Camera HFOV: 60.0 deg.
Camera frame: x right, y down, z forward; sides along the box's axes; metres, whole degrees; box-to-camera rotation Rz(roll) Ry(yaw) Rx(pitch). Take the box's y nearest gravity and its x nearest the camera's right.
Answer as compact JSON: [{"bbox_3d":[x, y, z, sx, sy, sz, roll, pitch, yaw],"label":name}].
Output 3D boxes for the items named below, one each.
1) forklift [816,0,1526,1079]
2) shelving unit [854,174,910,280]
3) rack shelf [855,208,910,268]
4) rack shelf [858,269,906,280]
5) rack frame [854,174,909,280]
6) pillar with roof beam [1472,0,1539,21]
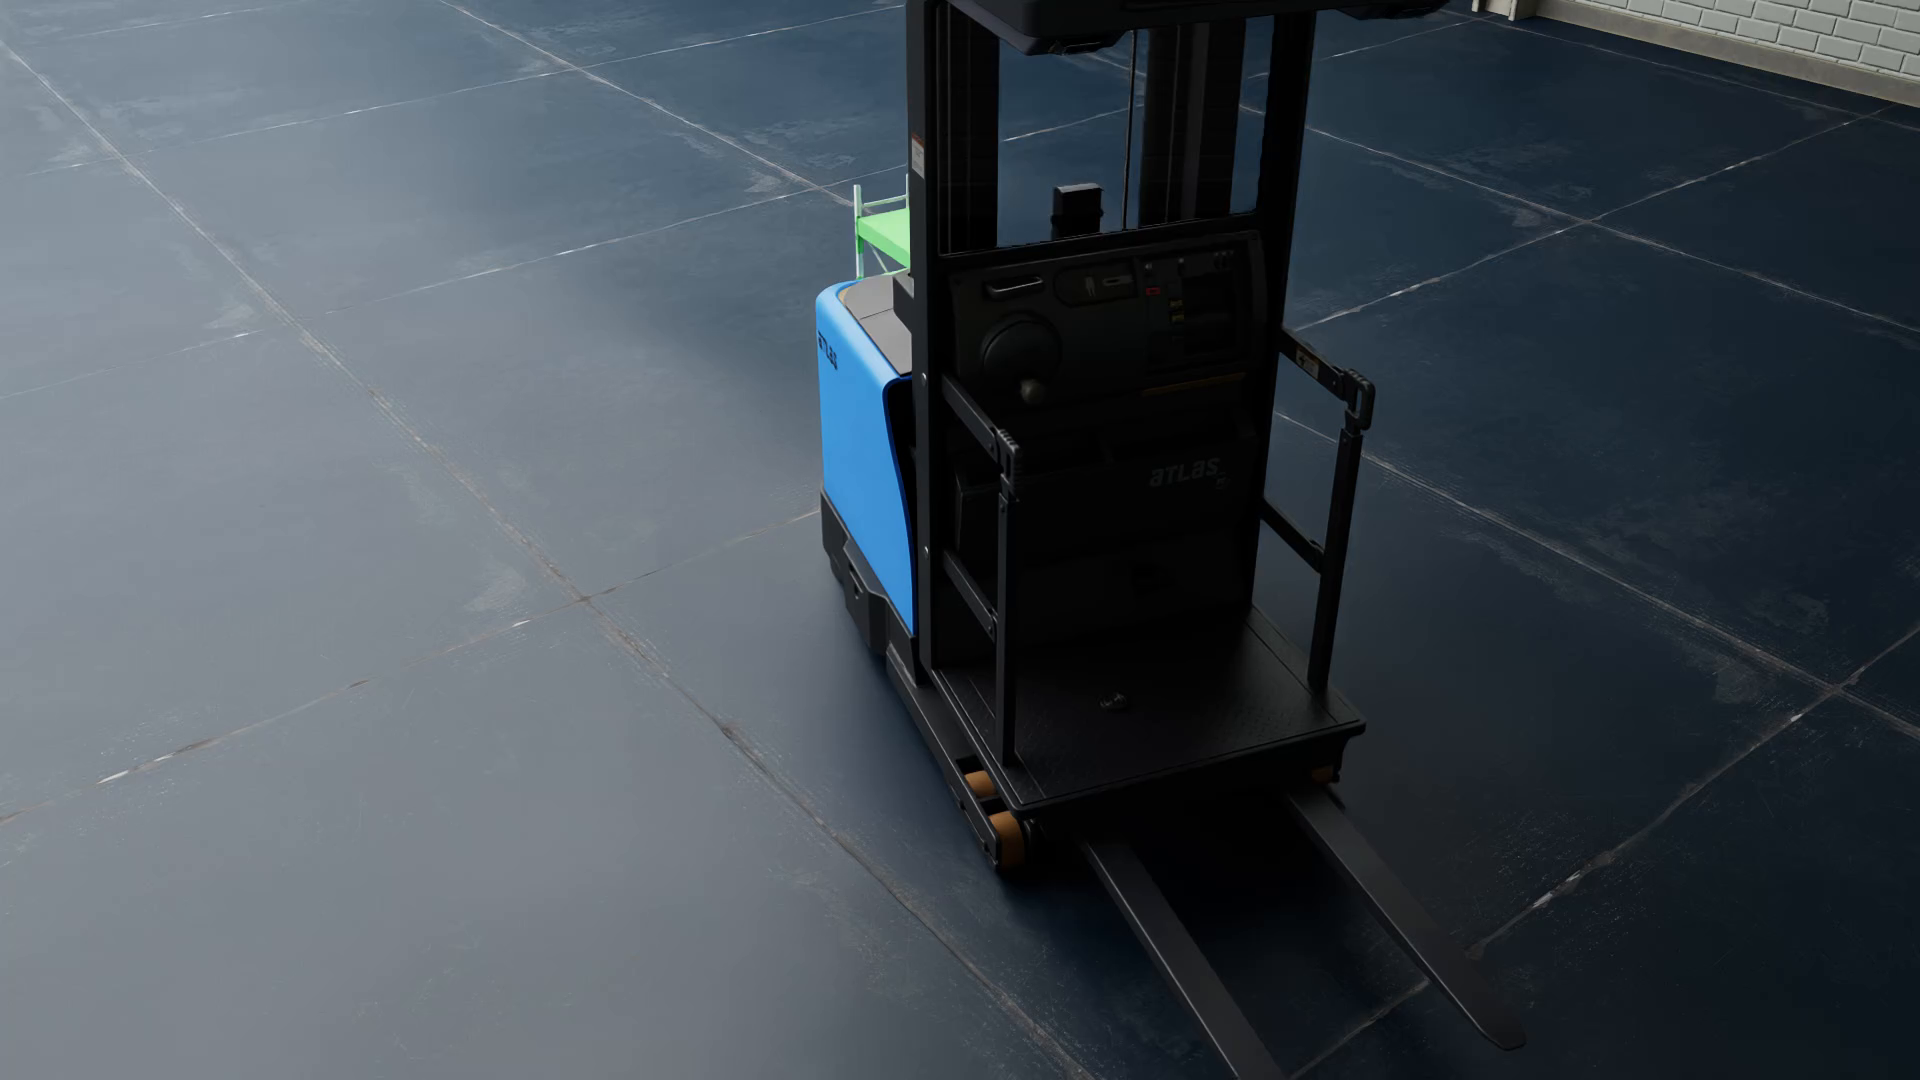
[{"bbox_3d":[0.491,-0.555,4.366,1.130,2.935,3.031,-11,34,-17],"label":"forklift"},{"bbox_3d":[-0.155,-0.701,6.242,0.258,1.200,0.503,-18,36,-26],"label":"shelving unit"},{"bbox_3d":[-0.155,-1.055,6.023,0.258,0.148,0.480,-18,36,-26],"label":"rack shelf"},{"bbox_3d":[-0.155,-0.851,6.149,0.258,0.148,0.480,-18,36,-26],"label":"rack shelf"},{"bbox_3d":[-0.280,-0.812,6.420,0.240,1.200,0.015,-18,36,-26],"label":"rack frame"},{"bbox_3d":[0.786,-6.486,8.163,9.100,9.000,0.400,-22,38,-31],"label":"pillar with roof beam"}]
